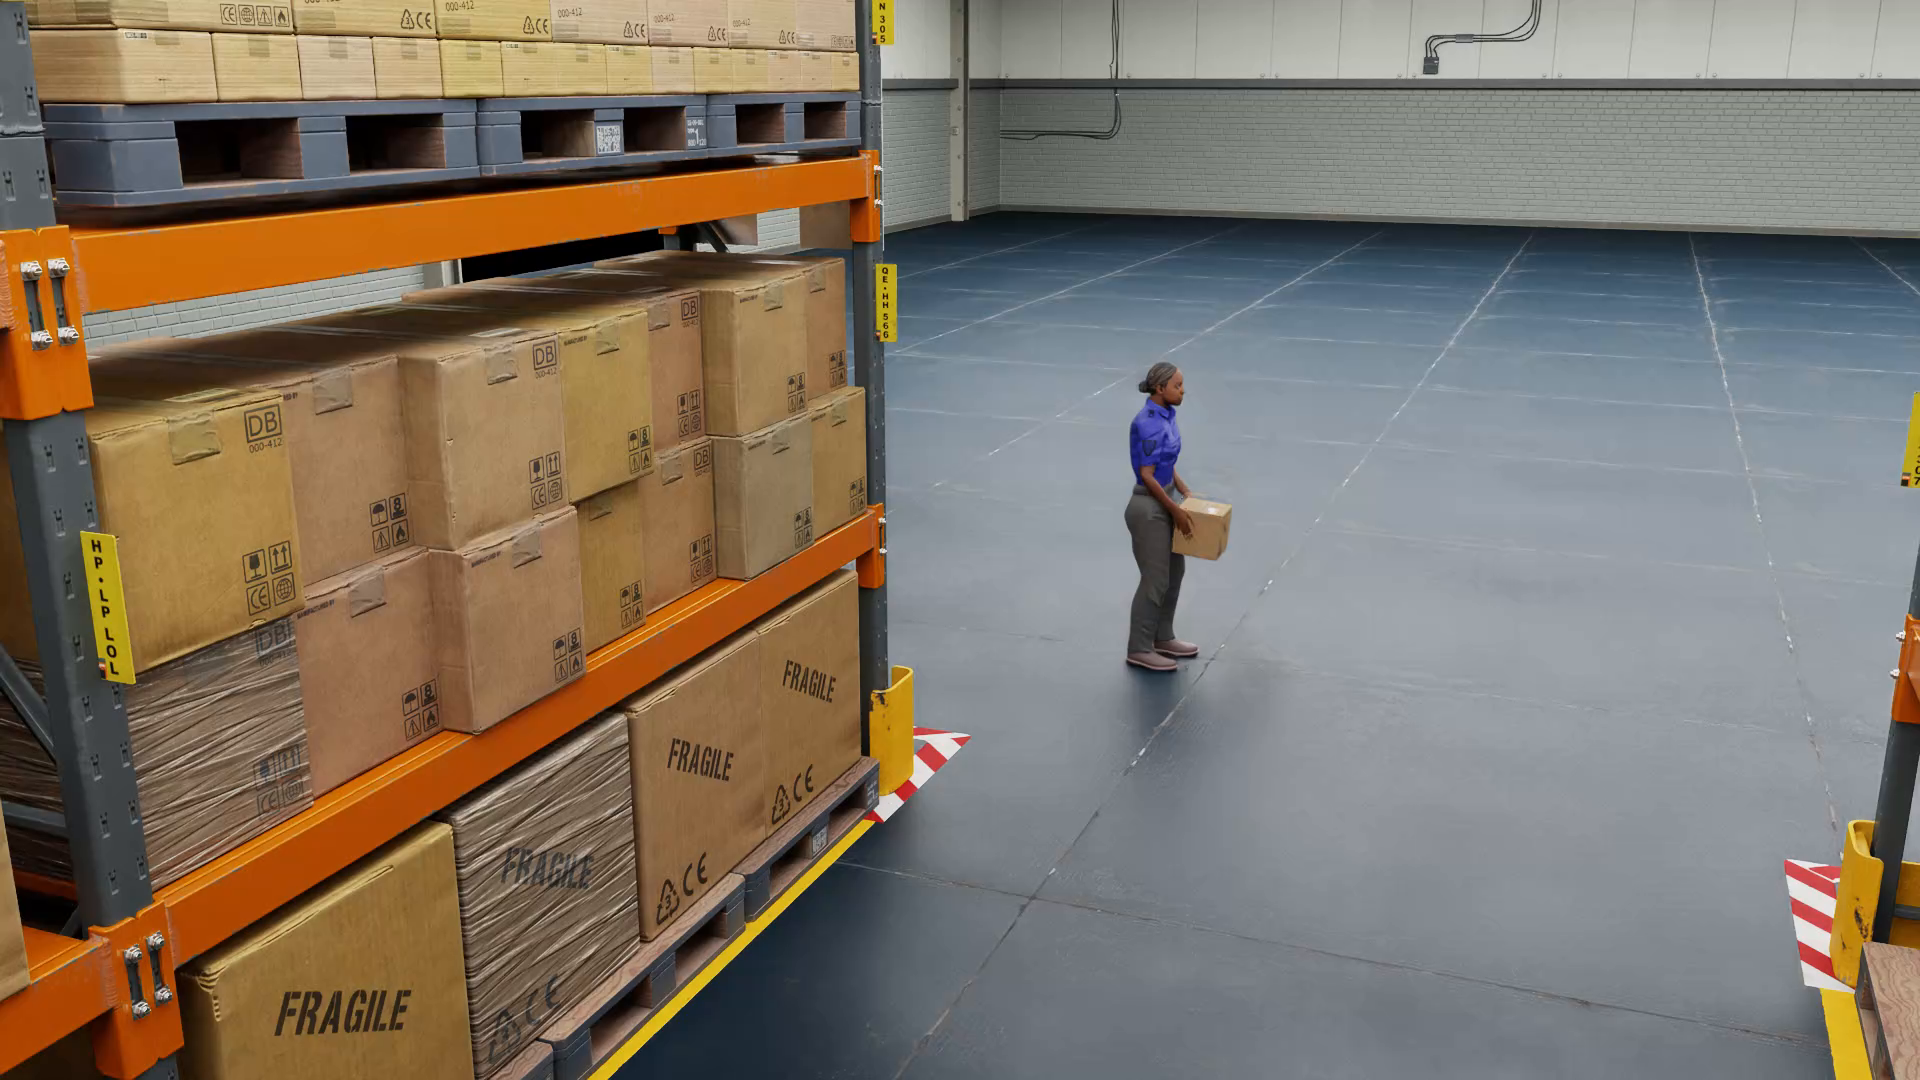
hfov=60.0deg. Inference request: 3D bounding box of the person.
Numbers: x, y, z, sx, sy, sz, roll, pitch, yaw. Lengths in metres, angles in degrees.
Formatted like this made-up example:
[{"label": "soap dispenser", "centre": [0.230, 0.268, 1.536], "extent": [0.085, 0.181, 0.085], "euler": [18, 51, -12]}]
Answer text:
[{"label": "person", "centre": [1.111, -0.147, 9.049], "extent": [0.397, 1.662, 0.481], "euler": [6, 17, 20]}]
